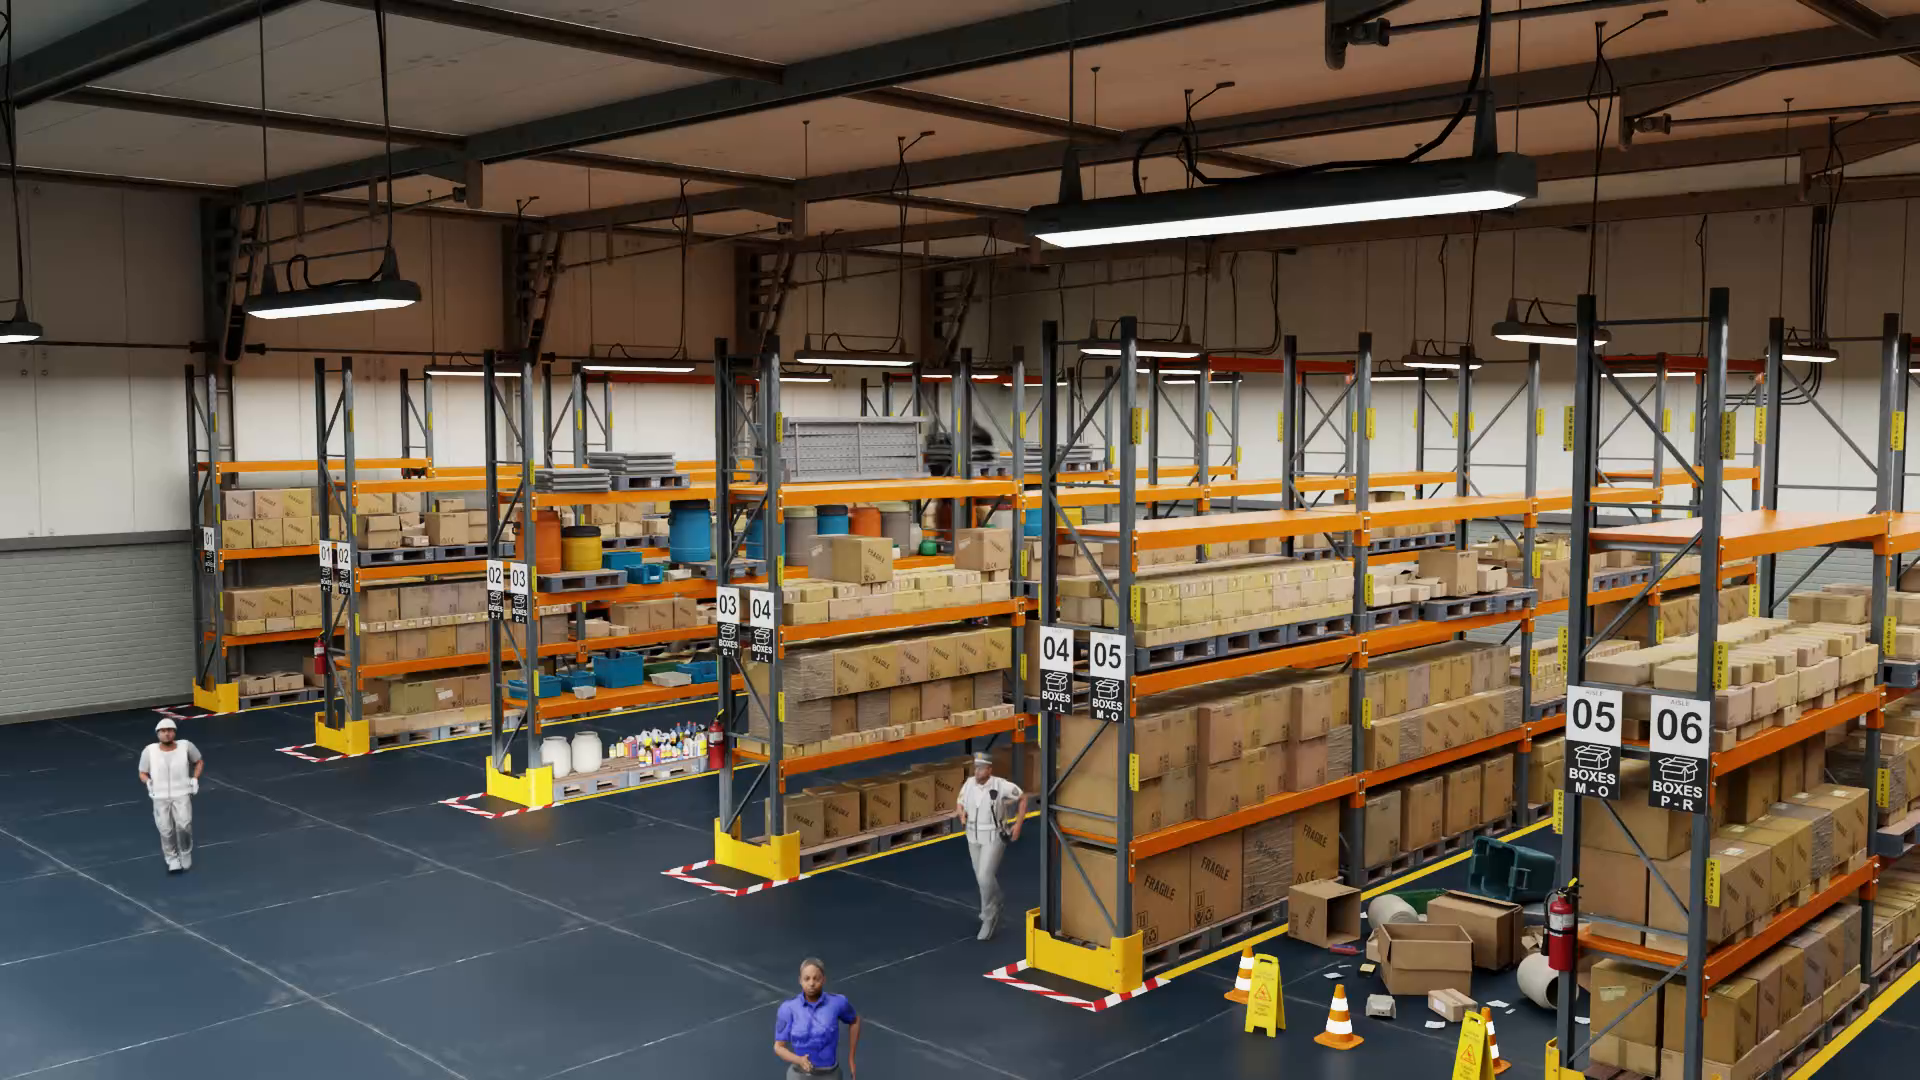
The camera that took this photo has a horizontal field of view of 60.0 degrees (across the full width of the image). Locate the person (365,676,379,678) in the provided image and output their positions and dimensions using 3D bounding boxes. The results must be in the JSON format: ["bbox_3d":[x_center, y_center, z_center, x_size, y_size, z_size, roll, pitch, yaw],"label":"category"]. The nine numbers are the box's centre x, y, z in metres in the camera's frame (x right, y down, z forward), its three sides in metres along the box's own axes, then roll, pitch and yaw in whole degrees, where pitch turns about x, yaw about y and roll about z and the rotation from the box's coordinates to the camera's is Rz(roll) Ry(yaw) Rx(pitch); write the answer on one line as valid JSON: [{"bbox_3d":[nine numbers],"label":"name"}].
[{"bbox_3d":[-9.869,2.217,27.797,0.615,1.677,0.914,3,5,33],"label":"person"}]

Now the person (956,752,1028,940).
[{"bbox_3d":[0.283,3.012,16.606,0.690,1.852,0.769,3,5,33],"label":"person"}]

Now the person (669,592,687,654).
[{"bbox_3d":[-5.440,1.850,32.280,0.666,1.721,0.841,3,5,37],"label":"person"}]

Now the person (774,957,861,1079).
[{"bbox_3d":[-0.924,3.523,10.718,0.544,1.664,0.688,0,4,0],"label":"person"}]

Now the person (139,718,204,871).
[{"bbox_3d":[-8.793,2.857,18.541,0.651,1.735,0.615,-2,5,-22],"label":"person"}]
